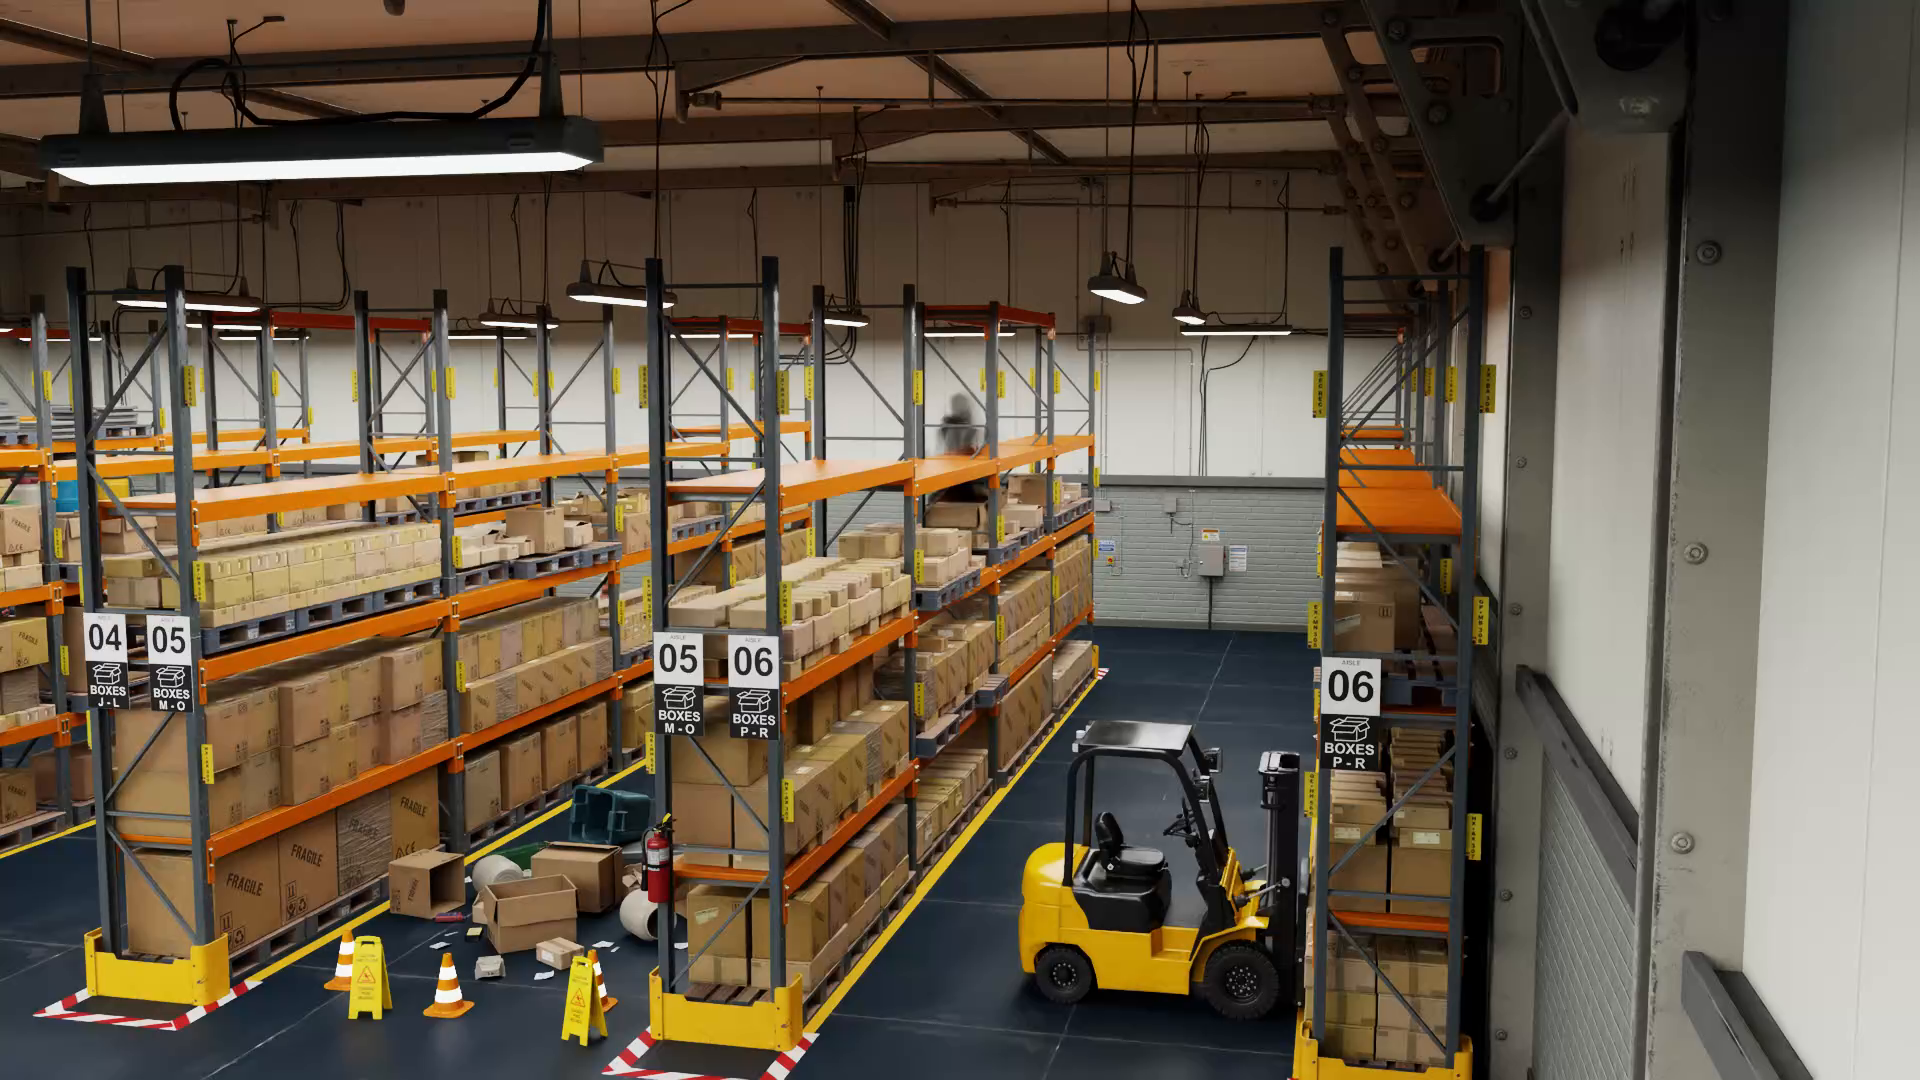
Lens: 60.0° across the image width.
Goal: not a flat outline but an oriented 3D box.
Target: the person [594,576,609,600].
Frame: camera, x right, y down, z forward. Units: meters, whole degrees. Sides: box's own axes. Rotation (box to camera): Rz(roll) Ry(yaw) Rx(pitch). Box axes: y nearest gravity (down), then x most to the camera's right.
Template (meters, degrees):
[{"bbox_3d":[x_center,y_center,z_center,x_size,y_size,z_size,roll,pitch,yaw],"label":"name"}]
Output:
[{"bbox_3d":[-5.819,1.495,27.287,0.655,1.817,0.910,1,6,6],"label":"person"}]
